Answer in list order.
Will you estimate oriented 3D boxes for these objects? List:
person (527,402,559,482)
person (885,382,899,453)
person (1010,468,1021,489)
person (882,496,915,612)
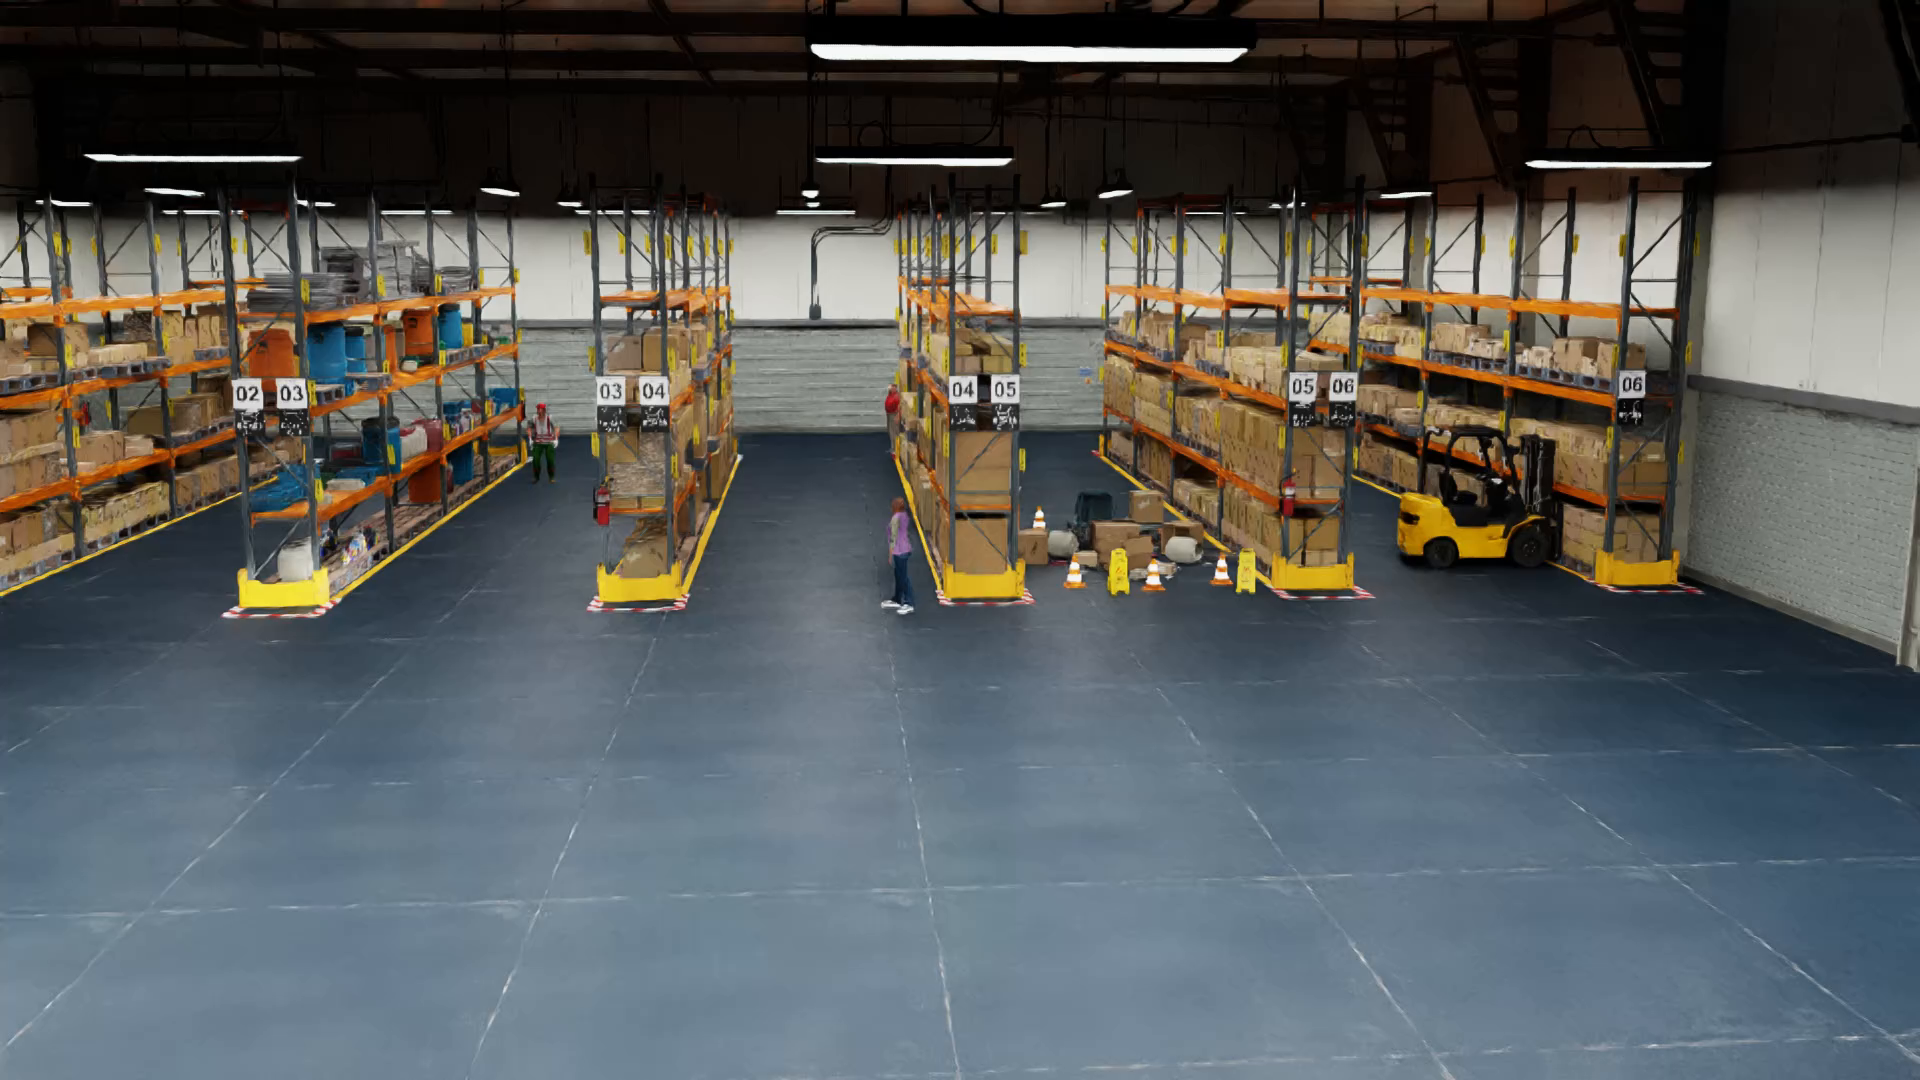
[{"bbox_3d":[-8.901,-2.079,35.514,0.677,1.742,0.552,-1,10,-6],"label":"person"},{"bbox_3d":[-1.578,-3.016,40.831,0.537,1.724,0.507,9,14,43],"label":"person"},{"bbox_3d":[1.080,-1.908,34.609,0.432,1.677,0.496,-7,12,-35],"label":"person"},{"bbox_3d":[-0.858,0.177,23.040,0.538,1.587,0.540,3,10,15],"label":"person"}]
